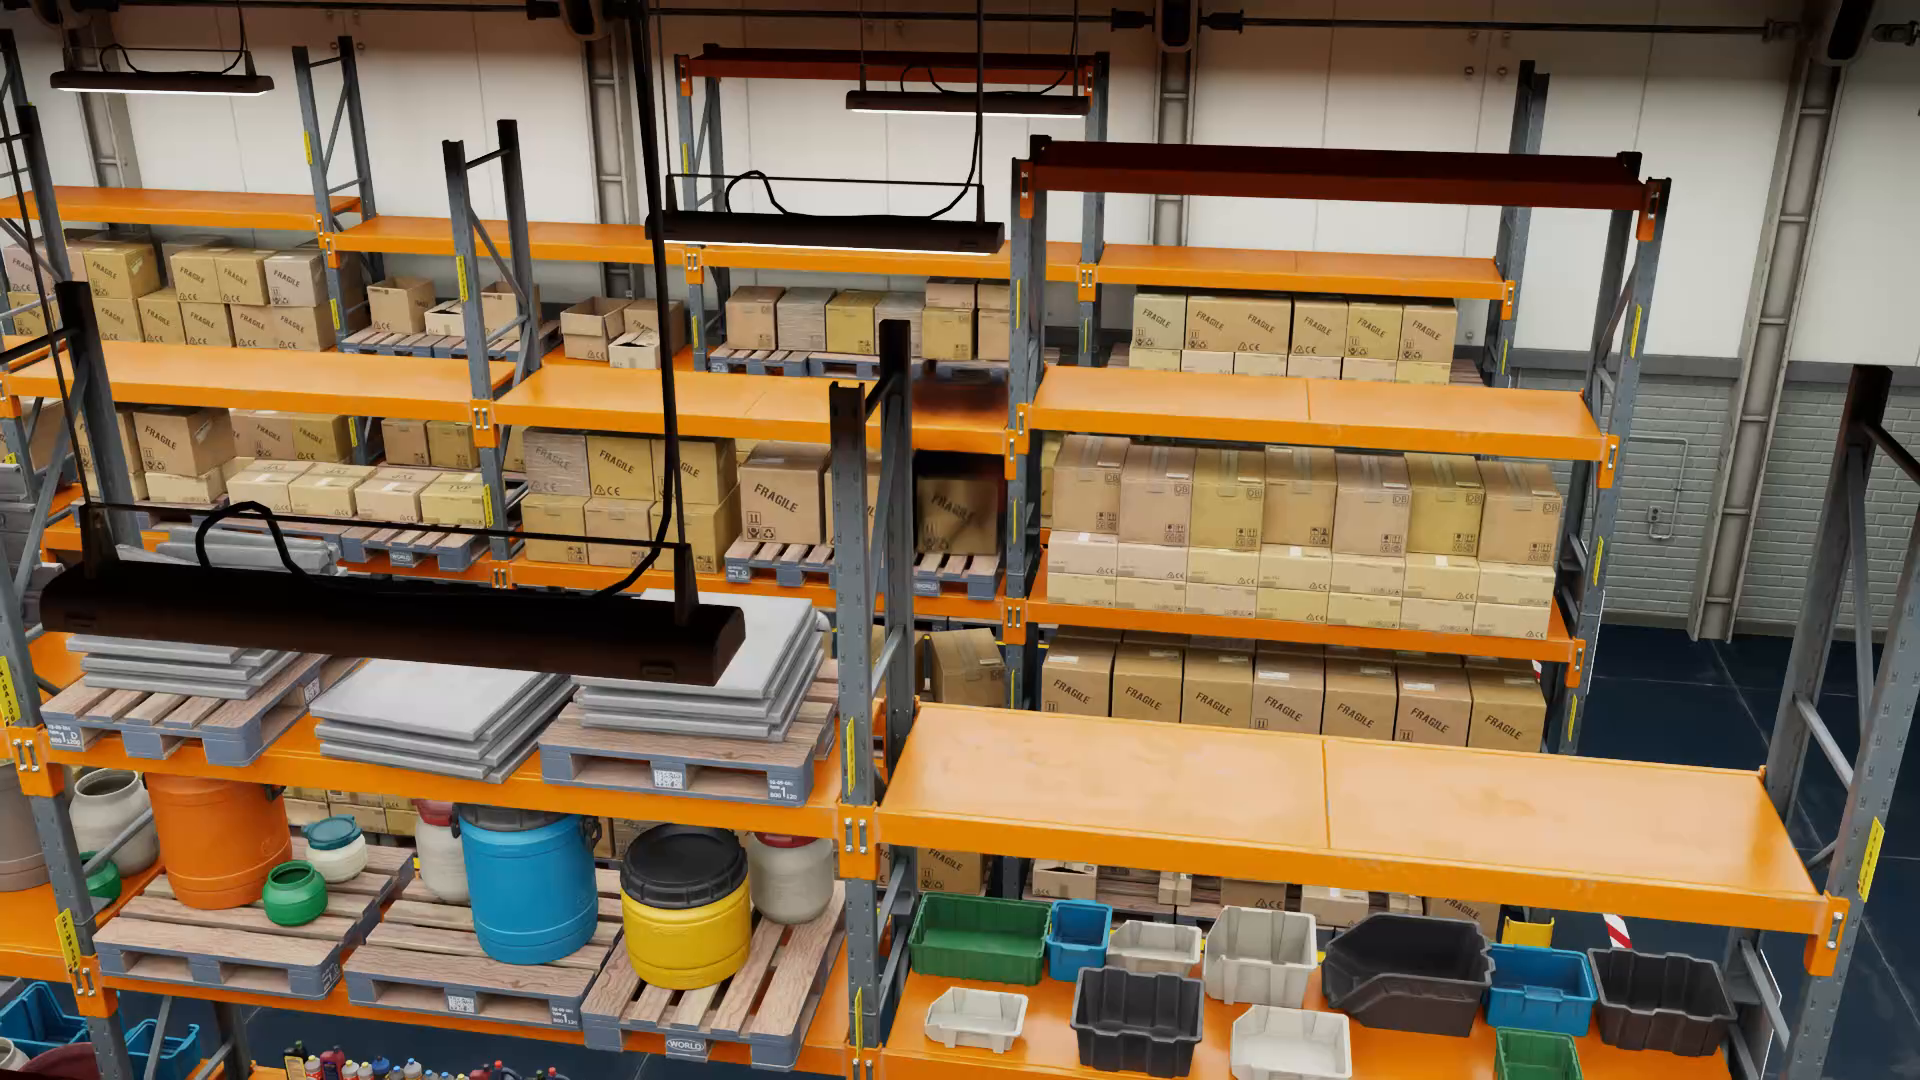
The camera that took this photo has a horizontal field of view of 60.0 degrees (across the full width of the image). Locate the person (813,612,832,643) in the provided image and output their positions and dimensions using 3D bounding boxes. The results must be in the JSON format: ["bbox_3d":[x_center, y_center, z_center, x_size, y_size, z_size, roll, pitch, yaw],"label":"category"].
[{"bbox_3d":[-1.443,1.224,15.095,0.611,1.814,0.379,11,25,23],"label":"person"}]
